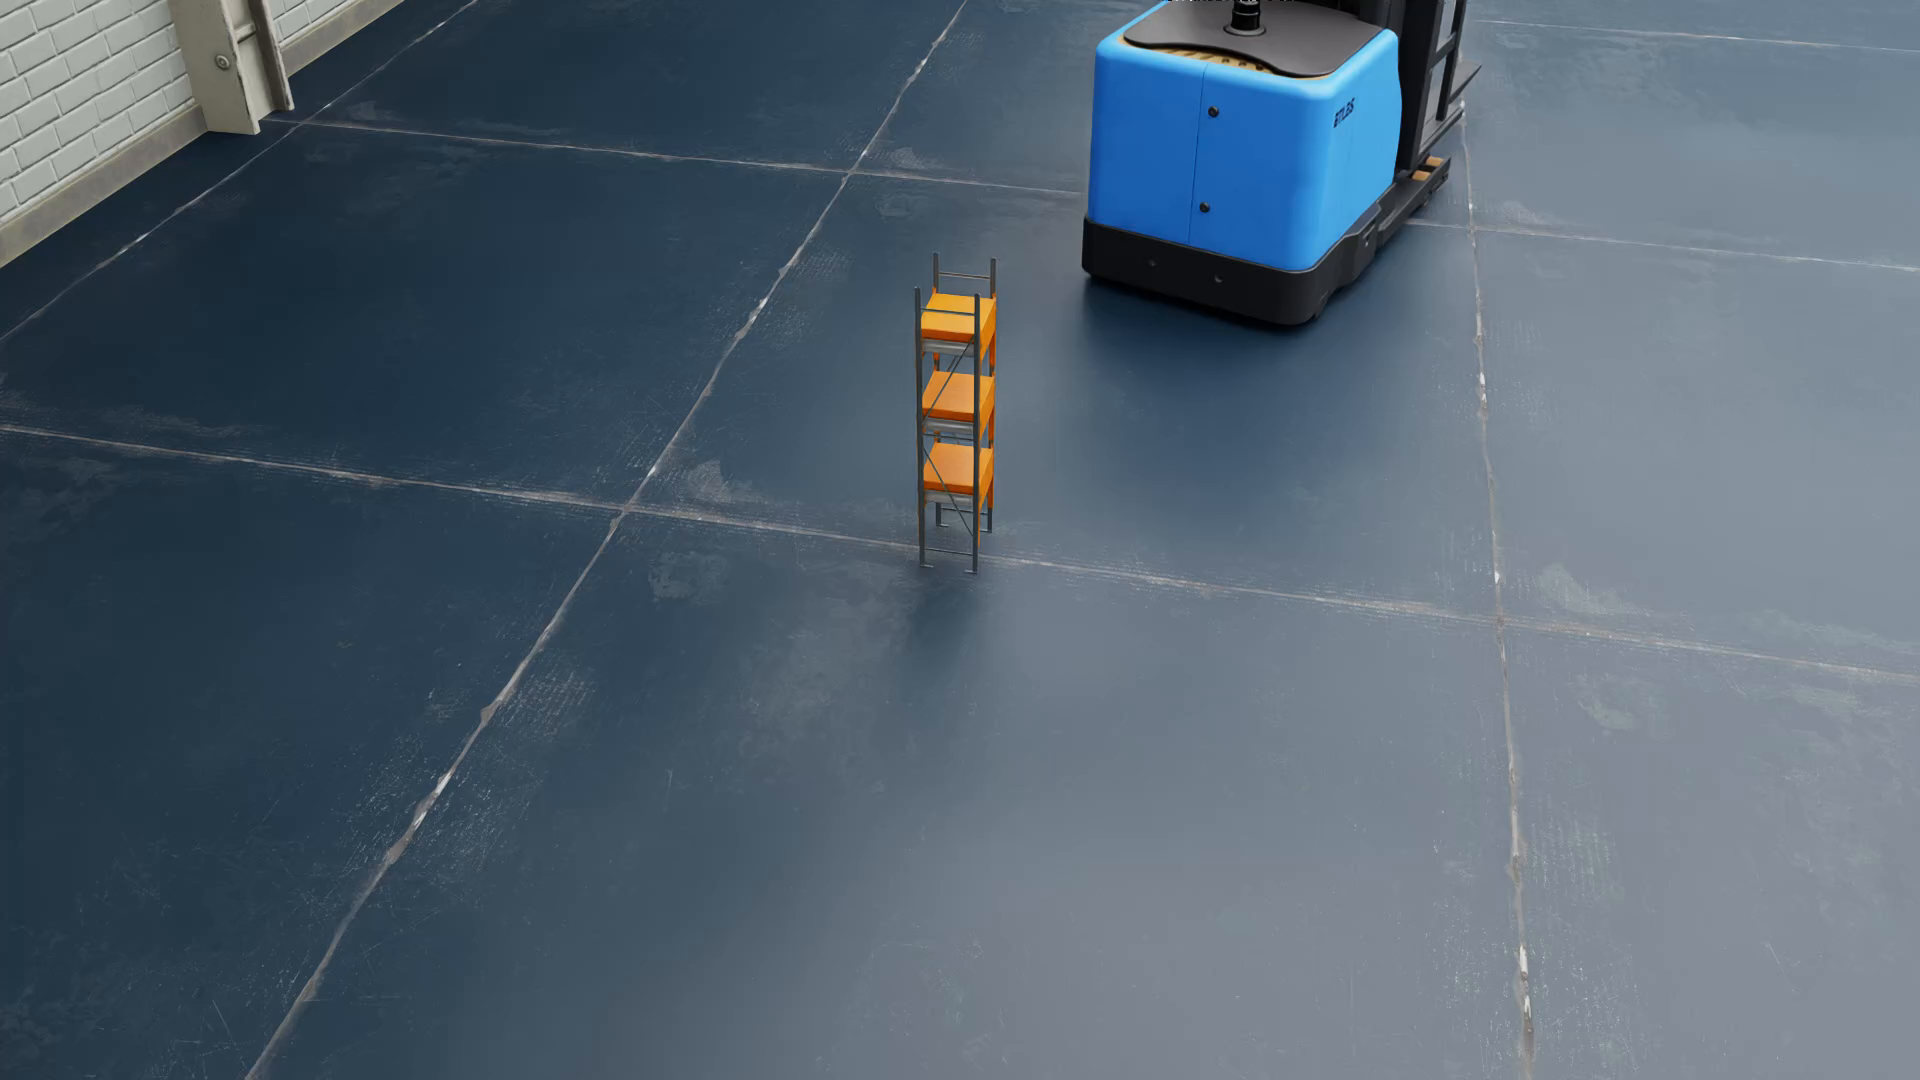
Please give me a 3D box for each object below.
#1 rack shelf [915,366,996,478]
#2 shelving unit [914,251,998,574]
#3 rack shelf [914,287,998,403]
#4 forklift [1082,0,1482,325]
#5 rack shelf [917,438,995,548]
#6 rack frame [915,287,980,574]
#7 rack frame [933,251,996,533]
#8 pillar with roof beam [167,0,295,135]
[{"bbox_3d":[-0.011,-0.386,5.406,0.215,0.259,0.240,7,37,10],"label":"rack shelf"},{"bbox_3d":[-0.011,-0.394,5.400,0.215,1.050,0.252,7,37,10],"label":"shelving unit"},{"bbox_3d":[-0.011,-0.616,5.239,0.215,0.259,0.240,7,37,10],"label":"rack shelf"},{"bbox_3d":[1.724,-2.910,7.268,1.130,2.935,3.031,19,40,25],"label":"forklift"},{"bbox_3d":[-0.011,-0.161,5.569,0.215,0.259,0.240,7,37,10],"label":"rack shelf"},{"bbox_3d":[-0.038,-0.324,5.303,0.200,1.050,0.008,7,37,10],"label":"rack frame"},{"bbox_3d":[0.015,-0.464,5.496,0.200,1.050,0.008,7,37,10],"label":"rack frame"},{"bbox_3d":[0.425,-5.347,5.460,9.100,9.000,0.400,7,37,10],"label":"pillar with roof beam"}]
